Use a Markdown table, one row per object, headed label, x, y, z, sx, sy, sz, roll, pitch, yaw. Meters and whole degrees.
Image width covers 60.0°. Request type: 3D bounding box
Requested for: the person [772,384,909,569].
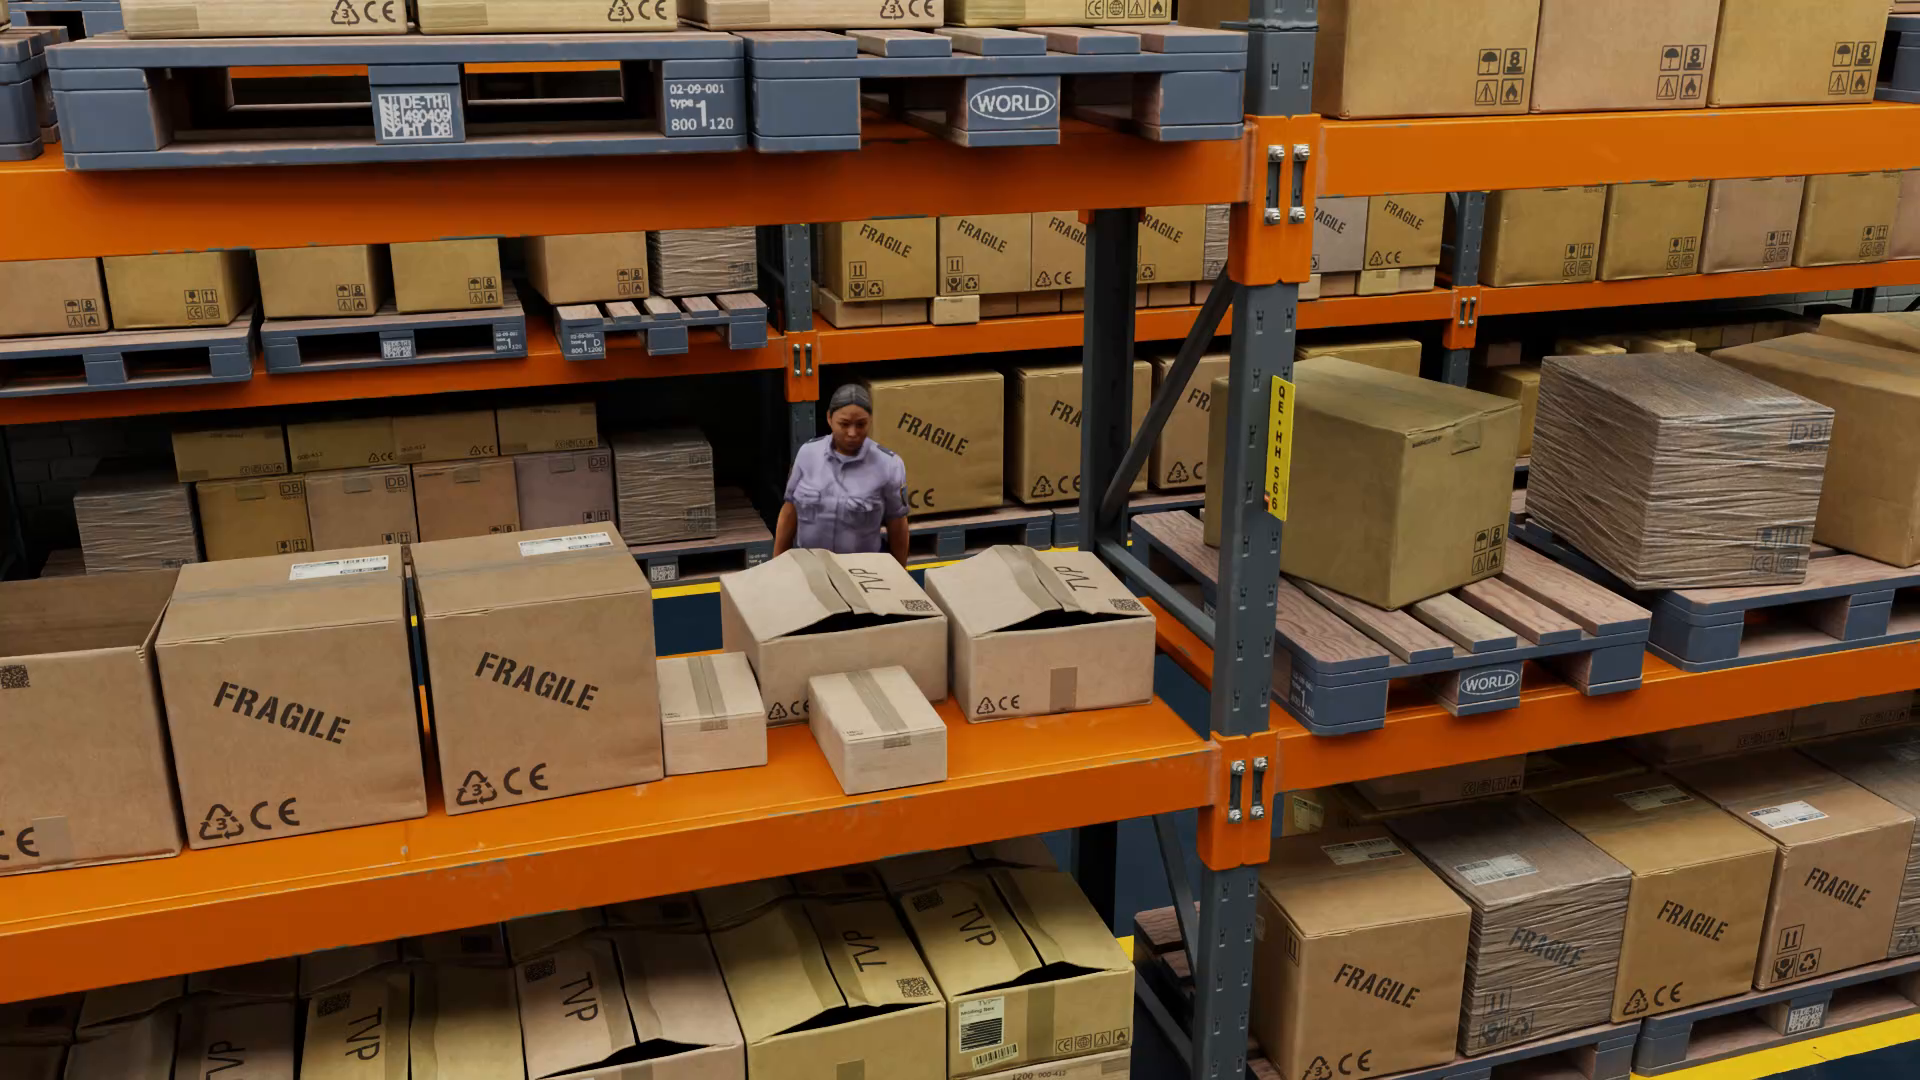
| label | x | y | z | sx | sy | sz | roll | pitch | yaw |
| --- | --- | --- | --- | --- | --- | --- | --- | --- | --- |
| person | -0.465 | 0.152 | 6.616 | 0.541 | 1.622 | 0.847 | 7 | 20 | 18 |
